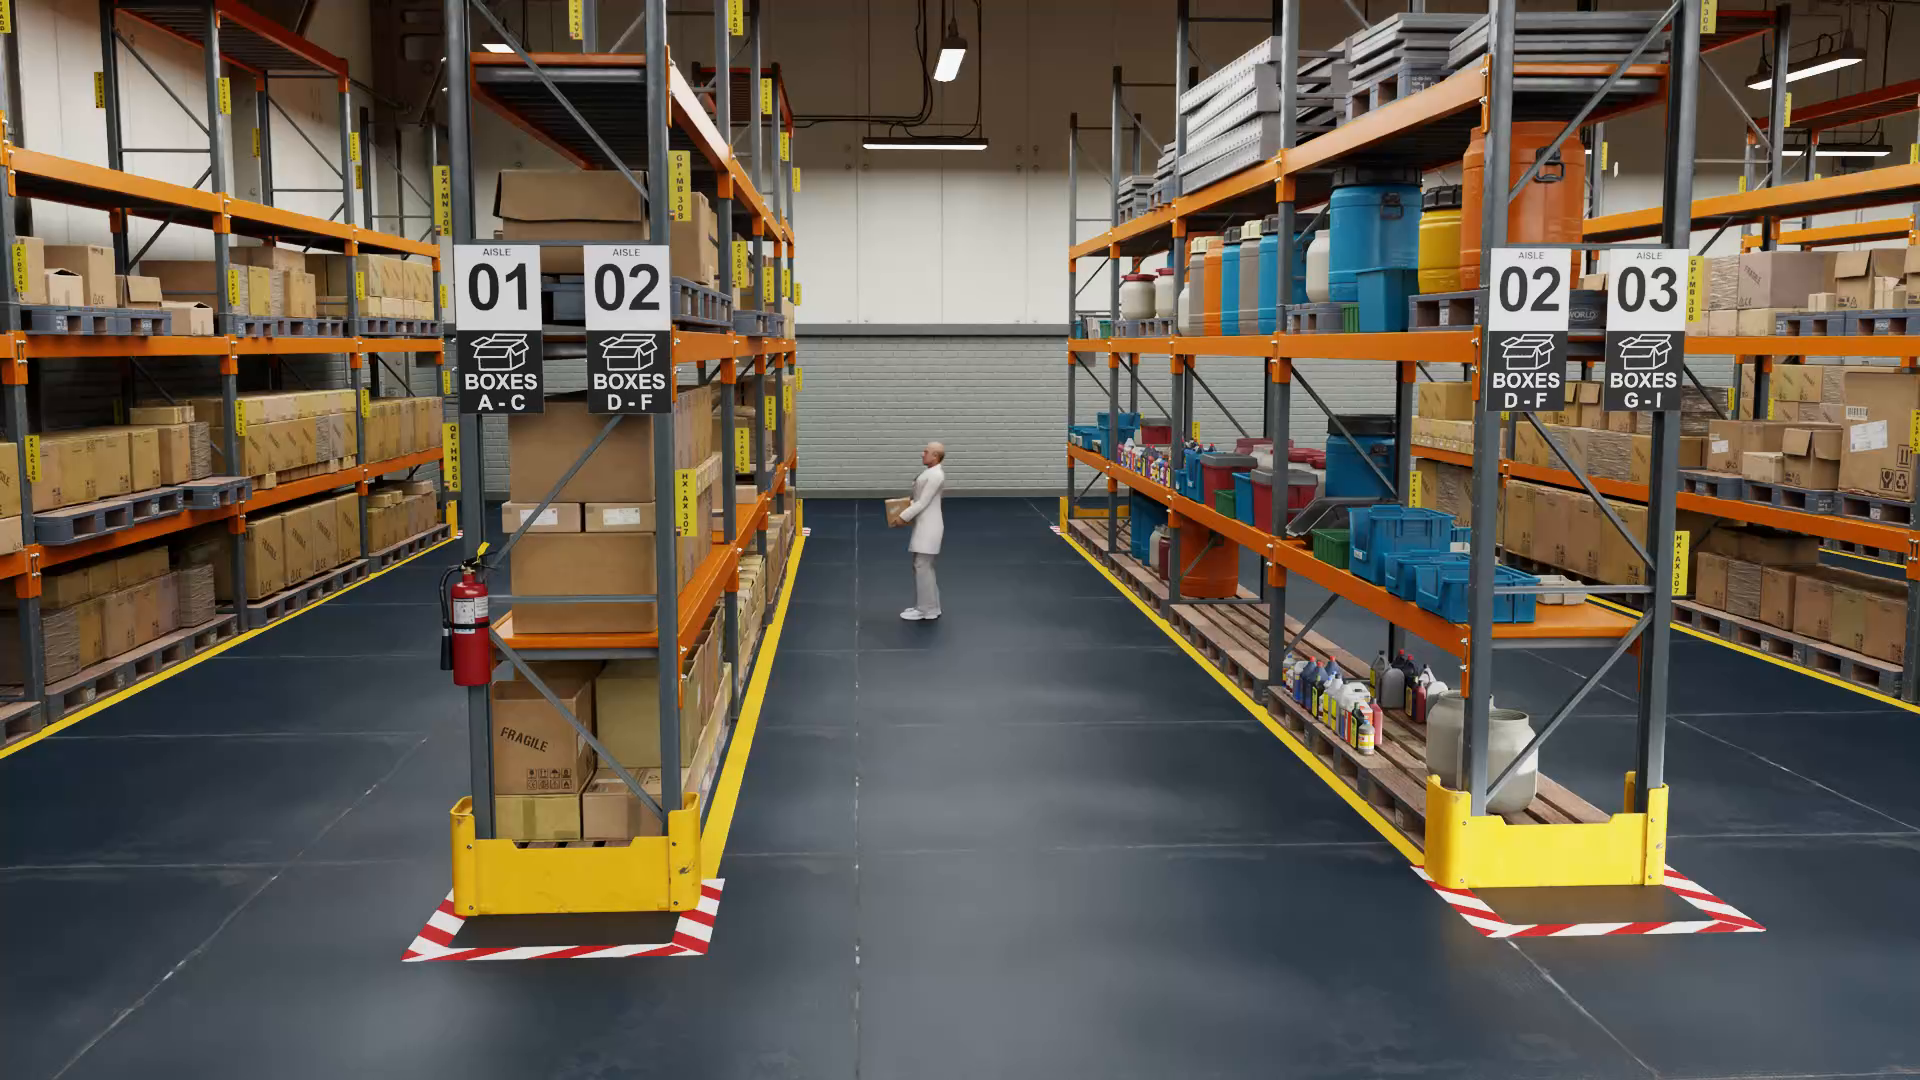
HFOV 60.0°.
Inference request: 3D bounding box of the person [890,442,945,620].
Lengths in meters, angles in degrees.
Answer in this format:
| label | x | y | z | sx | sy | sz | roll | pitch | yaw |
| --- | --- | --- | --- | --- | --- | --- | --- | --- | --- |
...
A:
| label | x | y | z | sx | sy | sz | roll | pitch | yaw |
| --- | --- | --- | --- | --- | --- | --- | --- | --- | --- |
| person | -0.423 | -0.096 | 16.645 | 0.555 | 1.770 | 0.530 | 0 | 7 | -3 |
